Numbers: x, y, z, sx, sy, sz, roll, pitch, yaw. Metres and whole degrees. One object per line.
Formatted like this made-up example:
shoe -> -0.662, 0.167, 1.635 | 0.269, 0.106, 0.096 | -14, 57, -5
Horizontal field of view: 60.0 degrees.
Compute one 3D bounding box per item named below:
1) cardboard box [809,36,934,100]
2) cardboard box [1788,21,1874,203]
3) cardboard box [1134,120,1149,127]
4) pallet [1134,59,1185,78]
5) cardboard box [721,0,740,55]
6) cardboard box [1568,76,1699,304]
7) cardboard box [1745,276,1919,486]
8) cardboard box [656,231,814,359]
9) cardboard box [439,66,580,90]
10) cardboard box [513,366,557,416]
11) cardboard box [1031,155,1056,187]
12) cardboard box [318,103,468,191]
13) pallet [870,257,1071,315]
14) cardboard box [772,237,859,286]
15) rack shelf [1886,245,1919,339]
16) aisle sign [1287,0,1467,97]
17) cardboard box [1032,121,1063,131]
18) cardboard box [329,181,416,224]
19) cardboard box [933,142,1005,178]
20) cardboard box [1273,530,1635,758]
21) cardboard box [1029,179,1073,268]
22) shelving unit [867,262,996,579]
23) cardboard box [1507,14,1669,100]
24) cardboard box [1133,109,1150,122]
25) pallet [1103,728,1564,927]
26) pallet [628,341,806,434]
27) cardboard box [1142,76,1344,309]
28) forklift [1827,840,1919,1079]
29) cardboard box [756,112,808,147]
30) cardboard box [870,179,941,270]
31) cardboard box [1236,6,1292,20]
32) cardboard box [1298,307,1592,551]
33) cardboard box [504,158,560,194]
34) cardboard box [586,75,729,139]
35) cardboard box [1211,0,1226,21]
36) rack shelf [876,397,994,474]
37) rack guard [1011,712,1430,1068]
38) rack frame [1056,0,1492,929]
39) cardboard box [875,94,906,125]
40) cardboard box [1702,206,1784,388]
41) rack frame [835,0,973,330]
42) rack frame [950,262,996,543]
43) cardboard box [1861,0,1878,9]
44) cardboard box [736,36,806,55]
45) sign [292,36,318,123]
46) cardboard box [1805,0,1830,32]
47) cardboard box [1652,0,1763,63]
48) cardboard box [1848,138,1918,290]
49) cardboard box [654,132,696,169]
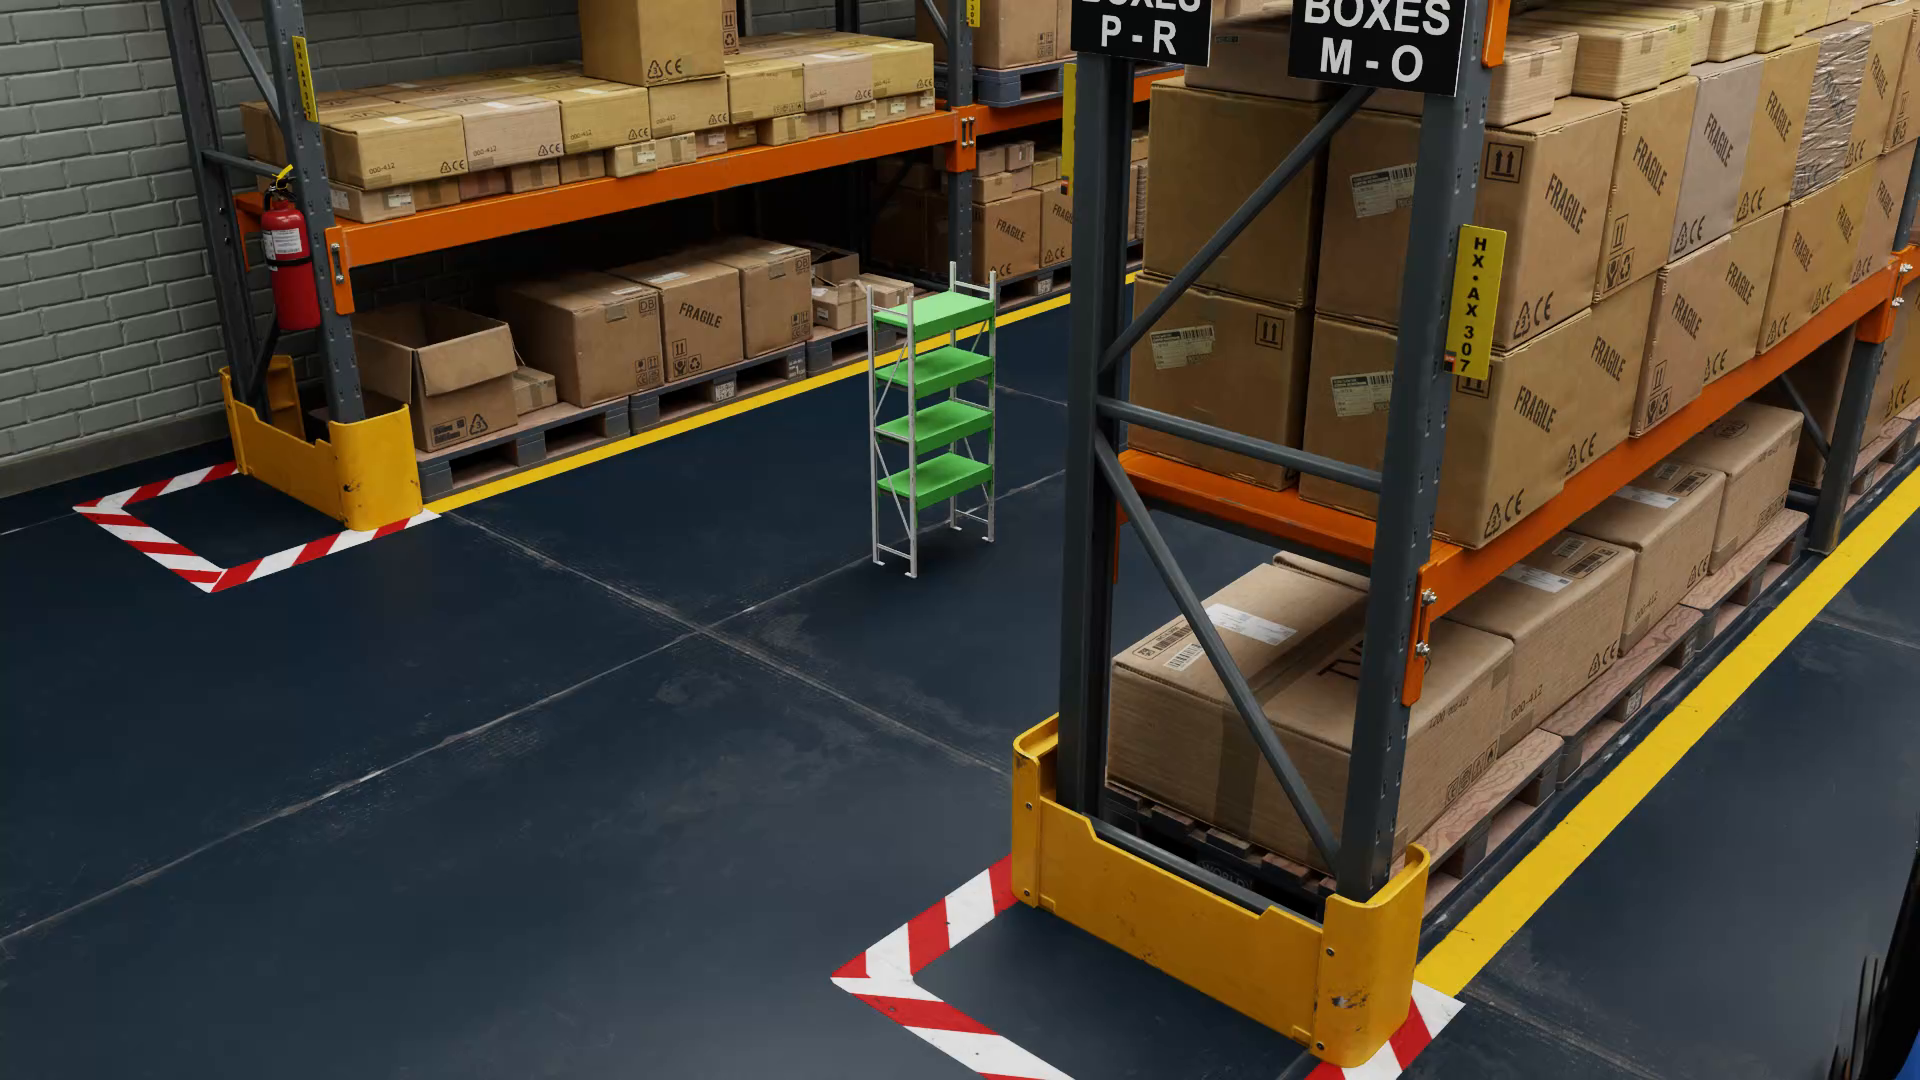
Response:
cardboard box -> -0.497, -2.647, 9.307 | 0.500, 0.250, 0.500 | 21, 32, 39
cardboard box -> 2.574, -1.420, 5.406 | 0.500, 0.500, 0.500 | 21, 31, 38
cardboard box -> 1.446, -2.844, 11.675 | 0.380, 0.149, 0.250 | 20, 31, 37
pallet -> 1.037, -3.339, 11.265 | 1.003, 0.211, 1.213 | 20, 31, 38
cardboard box -> -1.531, -2.830, 8.799 | 0.500, 0.500, 0.500 | 19, 30, 36
cardboard box -> 1.563, -0.958, 4.377 | 0.500, 0.500, 0.500 | 19, 30, 36
cardboard box -> 3.715, -0.880, 7.630 | 0.875, 0.875, 0.875 | 21, 32, 39
cardboard box -> -1.237, -1.360, 9.160 | 0.700, 0.500, 0.500 | 19, 30, 36
cardboard box -> -2.220, -2.169, 8.241 | 0.500, 0.250, 0.500 | 21, 32, 39
cardboard box -> -2.217, -0.753, 8.234 | 0.380, 0.149, 0.250 | 19, 30, 36
cardboard box -> 0.389, -2.372, 10.623 | 0.380, 0.149, 0.250 | 18, 30, 35
cardboard box -> -2.505, -1.715, 7.228 | 0.500, 0.250, 0.500 | 20, 31, 38
pallet -> 0.176, -1.787, 10.978 | 1.003, 0.211, 1.213 | 20, 31, 38
cardboard box -> -0.955, -1.630, 9.991 | 0.500, 0.311, 0.500 | 22, 32, 39
rack shelf -> 4.695, -1.728, 8.318 | 1.077, 0.370, 4.000 | 20, 31, 38
aisle sign -> 0.859, -1.314, 3.336 | 0.394, 0.787, 0.004 | 20, 31, 38
cardboard box -> 0.716, -2.814, 11.609 | 0.380, 0.149, 0.250 | 19, 30, 36
cardboard box -> -2.584, -1.493, 7.222 | 0.380, 0.149, 0.250 | 20, 31, 37
cardboard box -> 0.054, -2.337, 10.183 | 0.380, 0.149, 0.250 | 19, 31, 37
cardboard box -> 1.661, 0.239, 5.668 | 0.875, 0.438, 0.875 | 21, 32, 39
cardboard box -> 0.500, -2.103, 10.817 | 0.500, 0.500, 0.500 | 20, 31, 37
shelving unit -> -0.110, -0.497, 6.892 | 0.258, 1.200, 0.503 | 20, 31, 38
cardboard box -> 1.515, -1.206, 4.137 | 0.380, 0.149, 0.250 | 21, 32, 39
cardboard box -> 1.197, -3.065, 12.168 | 0.380, 0.149, 0.250 | 18, 30, 35
pallet -> 1.166, 0.779, 5.255 | 1.003, 0.211, 1.213 | 20, 31, 38
pallet -> -1.612, -0.947, 9.104 | 1.003, 0.211, 1.213 | 20, 31, 38
cardboard box -> 0.835, -0.942, 4.341 | 0.500, 0.500, 0.500 | 21, 32, 39
forklift -> 2.470, 0.286, 3.030 | 1.130, 2.935, 3.031 | 13, 27, 27
cardboard box -> -1.021, -2.192, 8.779 | 0.380, 0.149, 0.250 | 20, 31, 37
cardboard box -> -0.231, -2.083, 10.771 | 0.500, 0.500, 0.500 | 20, 31, 37
cardboard box -> 0.933, -1.274, 4.289 | 0.380, 0.149, 0.250 | 21, 31, 38
cardboard box -> 1.225, -0.342, 4.224 | 0.500, 0.500, 0.500 | 20, 31, 37
cardboard box -> -2.085, -1.733, 7.757 | 0.380, 0.149, 0.250 | 21, 32, 39
cardboard box -> -1.507, -2.185, 8.278 | 0.500, 0.250, 0.500 | 19, 30, 36
cardboard box -> 1.379, -3.711, 11.221 | 0.797, 0.503, 0.637 | 19, 31, 36
rack shelf -> -0.110, -0.439, 6.918 | 0.258, 0.148, 0.480 | 20, 31, 38
rack guard -> 0.675, 0.919, 4.589 | 1.175, 0.500, 0.348 | 20, 31, 38
rack frame -> 0.691, -0.229, 4.094 | 1.000, 3.000, 0.127 | 20, 31, 38
cardboard box -> -0.521, -2.436, 9.323 | 0.380, 0.149, 0.250 | 21, 32, 39
cardboard box -> 2.217, -0.811, 5.270 | 0.500, 0.500, 0.500 | 21, 32, 39
rack frame -> -0.338, -2.802, 9.832 | 1.000, 3.000, 0.127 | 20, 31, 38
rack frame -> 0.052, -0.571, 7.058 | 0.240, 1.200, 0.015 | 20, 31, 38
cardboard box -> 2.961, -1.940, 5.774 | 0.380, 0.149, 0.250 | 20, 31, 38
cardboard box -> -1.200, -2.637, 9.285 | 0.500, 0.250, 0.500 | 20, 31, 37
sign -> -2.604, -1.830, 6.606 | 0.100, 0.325, 0.005 | 20, 31, 38
cardboard box -> 2.492, -1.692, 5.221 | 0.380, 0.149, 0.250 | 19, 31, 36
cardboard box -> 2.011, -1.450, 4.681 | 0.380, 0.149, 0.250 | 20, 31, 38
cardboard box -> 3.241, -1.282, 6.320 | 0.500, 0.500, 0.500 | 20, 31, 38
cardboard box -> -1.527, -1.958, 8.258 | 0.380, 0.149, 0.250 | 21, 32, 39
